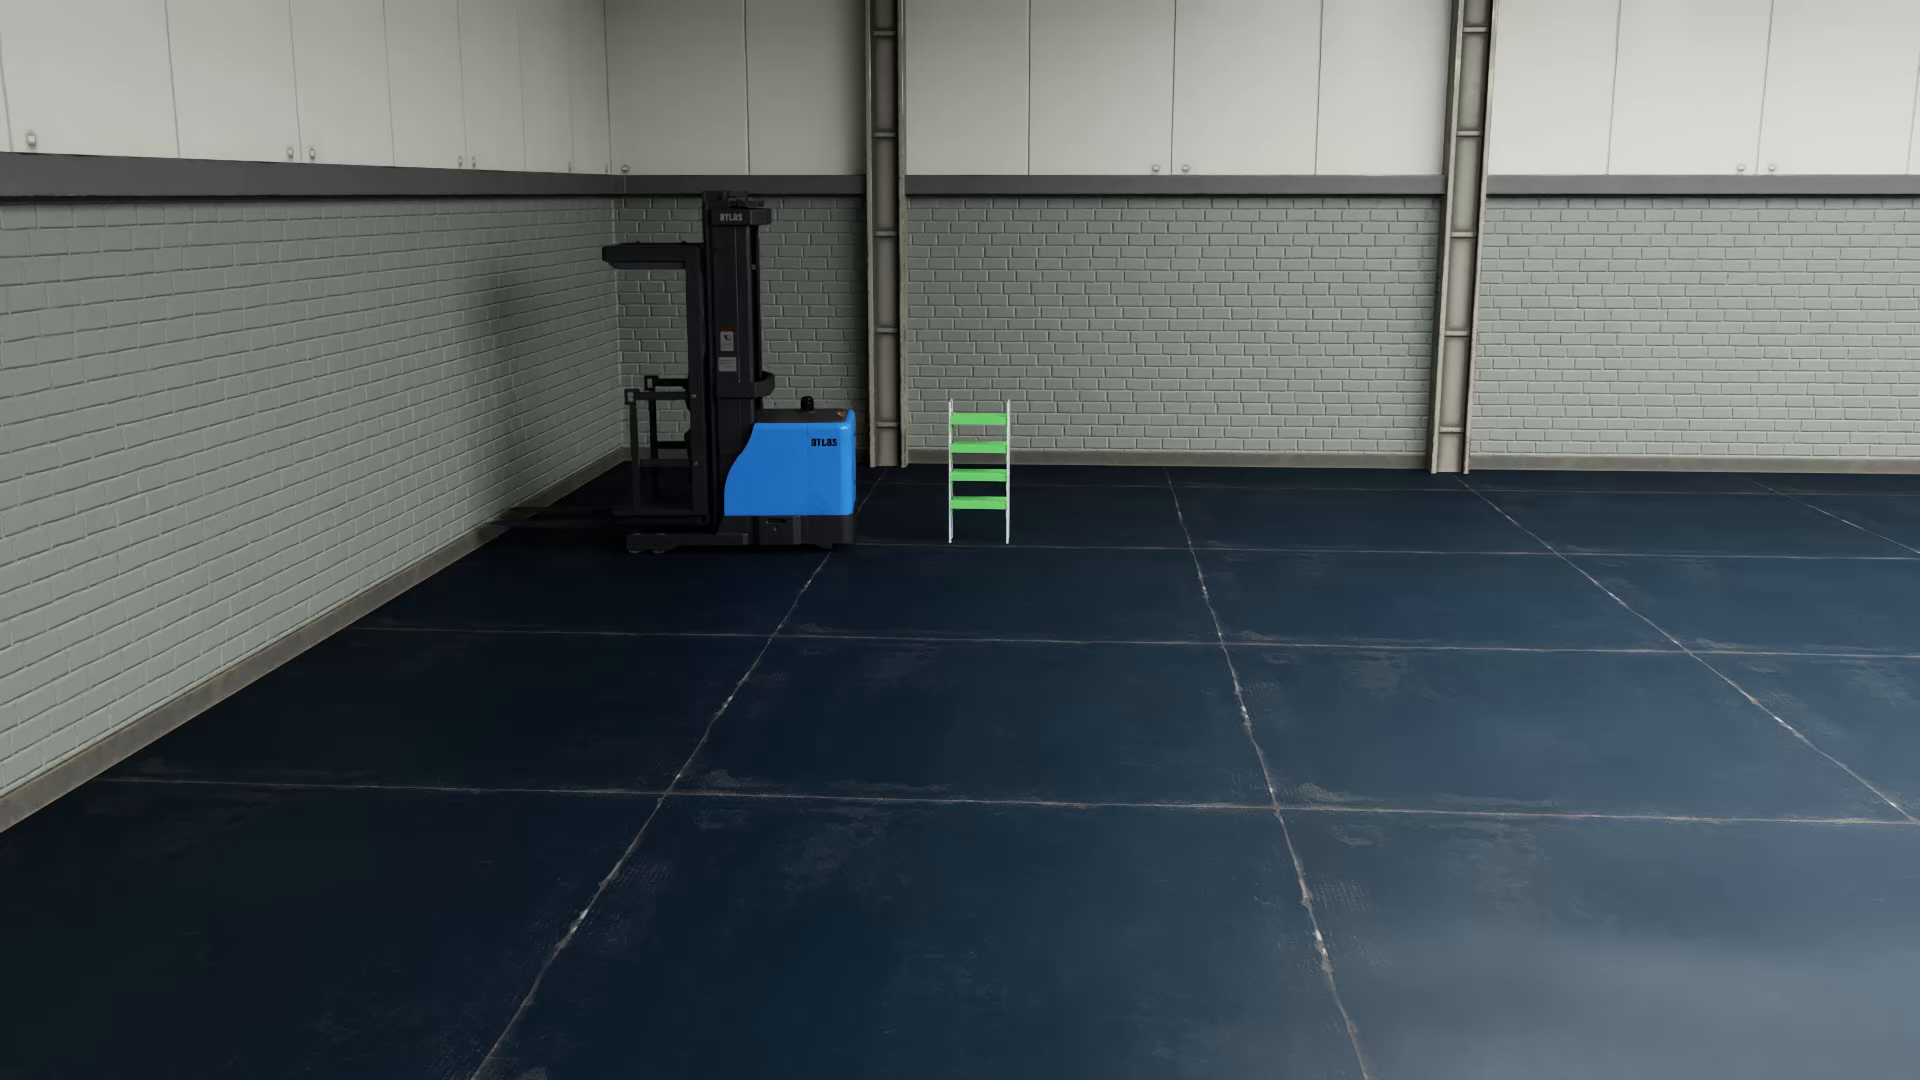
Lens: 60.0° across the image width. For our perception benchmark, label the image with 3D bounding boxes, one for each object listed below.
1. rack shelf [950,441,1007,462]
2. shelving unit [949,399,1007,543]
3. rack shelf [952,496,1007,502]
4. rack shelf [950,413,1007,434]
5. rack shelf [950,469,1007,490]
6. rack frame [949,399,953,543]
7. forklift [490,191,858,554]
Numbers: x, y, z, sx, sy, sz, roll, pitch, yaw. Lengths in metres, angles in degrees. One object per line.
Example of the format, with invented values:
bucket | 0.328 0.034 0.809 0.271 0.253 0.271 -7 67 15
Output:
rack shelf | 0.165 -0.757 14.098 0.480 0.148 0.258 1 12 4
shelving unit | 0.159 -0.585 14.135 0.492 1.200 0.258 1 12 4
rack shelf | 0.165 -0.340 14.186 0.457 0.021 0.221 1 12 4
rack shelf | 0.165 -0.992 14.049 0.480 0.148 0.258 1 12 4
rack shelf | 0.165 -0.522 14.147 0.480 0.148 0.258 1 12 4
rack frame | -0.078 -0.588 14.150 0.015 1.200 0.240 1 12 4
forklift | -2.406 -1.432 13.953 3.031 2.935 1.130 0 12 -1
